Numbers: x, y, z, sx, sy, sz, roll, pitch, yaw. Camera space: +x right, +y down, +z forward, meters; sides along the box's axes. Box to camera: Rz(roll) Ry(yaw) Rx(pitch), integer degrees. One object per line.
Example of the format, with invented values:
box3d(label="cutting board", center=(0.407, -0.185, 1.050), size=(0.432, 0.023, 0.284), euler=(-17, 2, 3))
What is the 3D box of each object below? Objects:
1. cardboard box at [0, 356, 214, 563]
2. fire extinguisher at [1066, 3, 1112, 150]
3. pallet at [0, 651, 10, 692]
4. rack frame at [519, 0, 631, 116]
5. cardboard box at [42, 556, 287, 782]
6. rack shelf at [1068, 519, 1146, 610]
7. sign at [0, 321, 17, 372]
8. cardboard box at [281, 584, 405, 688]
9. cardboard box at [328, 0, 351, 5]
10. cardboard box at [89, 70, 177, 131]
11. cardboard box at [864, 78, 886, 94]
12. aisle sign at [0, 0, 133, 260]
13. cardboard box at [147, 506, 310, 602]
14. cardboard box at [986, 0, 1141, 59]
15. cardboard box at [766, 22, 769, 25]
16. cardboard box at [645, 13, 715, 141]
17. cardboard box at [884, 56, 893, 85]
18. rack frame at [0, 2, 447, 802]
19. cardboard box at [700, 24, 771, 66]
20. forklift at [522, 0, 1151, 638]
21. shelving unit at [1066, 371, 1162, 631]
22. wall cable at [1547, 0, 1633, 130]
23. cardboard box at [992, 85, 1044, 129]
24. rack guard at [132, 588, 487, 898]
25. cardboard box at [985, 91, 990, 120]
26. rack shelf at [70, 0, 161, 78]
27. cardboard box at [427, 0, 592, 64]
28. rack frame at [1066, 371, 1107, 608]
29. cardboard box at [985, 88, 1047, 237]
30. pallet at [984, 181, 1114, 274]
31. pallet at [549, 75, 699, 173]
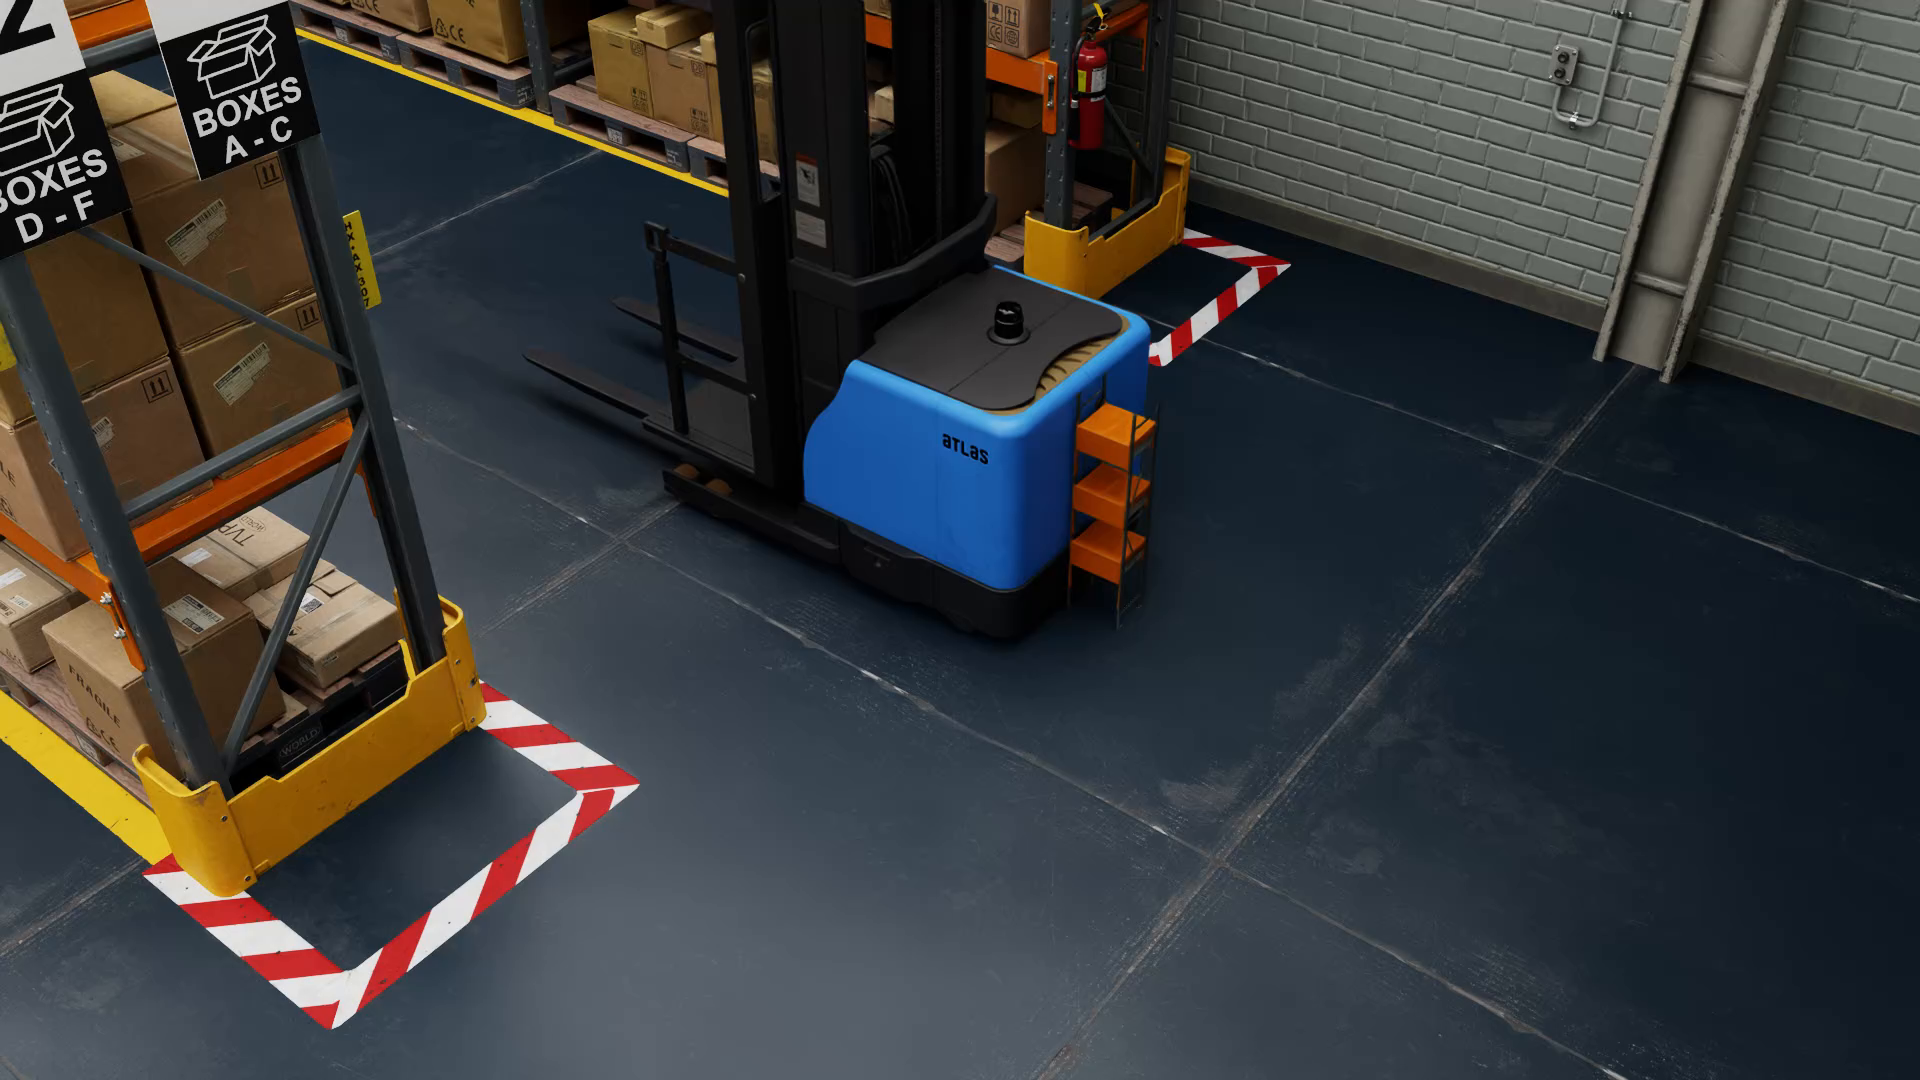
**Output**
box3d(label="cardboard box", center=(-2.745, -0.337, 5.167), size=(0.500, 0.500, 0.500), euler=(27, 45, 30))
box3d(label="fire extinguisher", center=(0.622, -2.231, 8.031), size=(0.183, 0.674, 0.296), euler=(25, 45, 29))
box3d(label="pallet", center=(-3.883, 0.051, 7.014), size=(1.213, 0.211, 1.003), euler=(25, 45, 29))
box3d(label="rack frame", center=(-2.395, -4.189, 10.167), size=(0.127, 3.000, 1.000), euler=(25, 45, 29))
box3d(label="cardboard box", center=(-2.806, 0.464, 5.894), size=(0.500, 0.500, 0.500), euler=(25, 45, 29))
box3d(label="rack shelf", center=(0.601, 0.088, 6.754), size=(0.240, 0.259, 0.215), euler=(24, 44, 28))
box3d(label="sign", center=(-2.577, -0.580, 4.362), size=(0.005, 0.325, 0.100), euler=(25, 45, 29))
box3d(label="cardboard box", center=(-2.348, 0.361, 6.312), size=(0.250, 0.149, 0.380), euler=(25, 45, 29))
box3d(label="cardboard box", center=(-4.376, -4.335, 11.757), size=(0.750, 0.750, 0.750), euler=(25, 44, 28))
box3d(label="cardboard box", center=(-2.836, -1.184, 5.437), size=(0.500, 0.500, 0.500), euler=(26, 45, 29))
box3d(label="cardboard box", center=(-0.632, -2.460, 9.646), size=(0.500, 0.500, 0.700), euler=(24, 44, 27))
box3d(label="aisle sign", center=(-2.356, -1.112, 4.128), size=(0.004, 0.787, 0.394), euler=(25, 45, 29))
box3d(label="cardboard box", center=(-2.881, 0.116, 6.542), size=(0.500, 0.250, 0.500), euler=(25, 45, 29))
box3d(label="cardboard box", center=(0.371, -2.995, 8.399), size=(0.700, 0.700, 0.980), euler=(27, 46, 30))
box3d(label="cardboard box", center=(-1.028, -3.057, 9.882), size=(0.250, 0.149, 0.380), euler=(26, 45, 29))
box3d(label="cardboard box", center=(-1.466, -2.850, 10.144), size=(0.500, 0.500, 0.700), euler=(25, 44, 28))
box3d(label="cardboard box", center=(-0.215, -2.675, 9.394), size=(0.250, 0.149, 0.380), euler=(26, 45, 29))
box3d(label="rack frame", center=(-2.224, -0.264, 5.153), size=(0.127, 3.000, 1.000), euler=(25, 45, 29))
box3d(label="cardboard box", center=(-1.287, -2.882, 9.659), size=(0.250, 0.149, 0.380), euler=(24, 44, 27))
box3d(label="forklift", center=(-0.708, -1.494, 6.780), size=(3.031, 2.935, 1.130), euler=(24, 44, 28))
box3d(label="shelving unit", center=(0.601, -0.139, 6.576), size=(0.252, 1.050, 0.215), euler=(24, 44, 28))
box3d(label="wall cable", center=(2.374, -3.074, 7.919), size=(1.851, 1.984, 0.084), euler=(25, 45, 29))
box3d(label="cardboard box", center=(0.387, -2.391, 9.032), size=(0.250, 0.149, 0.380), euler=(26, 45, 29))
box3d(label="rack guard", center=(-2.284, 0.692, 5.960), size=(0.348, 0.500, 1.175), euler=(25, 45, 29))
box3d(label="cardboard box", center=(-0.047, -2.299, 8.914), size=(0.250, 0.149, 0.380), euler=(25, 44, 28))
box3d(label="rack shelf", center=(-3.813, -1.910, 5.407), size=(4.000, 0.370, 1.077), euler=(25, 45, 29))
box3d(label="cardboard box", center=(-2.990, -3.687, 10.930), size=(0.750, 0.750, 0.750), euler=(26, 45, 29))
box3d(label="rack frame", center=(0.503, -0.184, 6.633), size=(0.008, 1.050, 0.200), euler=(24, 44, 28))
box3d(label="cardboard box", center=(0.166, -2.085, 9.167), size=(0.500, 0.500, 0.700), euler=(25, 45, 29))
box3d(label="pallet", center=(0.100, -1.854, 9.447), size=(1.213, 0.211, 1.003), euler=(25, 45, 29))
box3d(label="pallet", center=(-1.838, -2.768, 10.614), size=(1.213, 0.211, 1.003), euler=(25, 45, 29))
